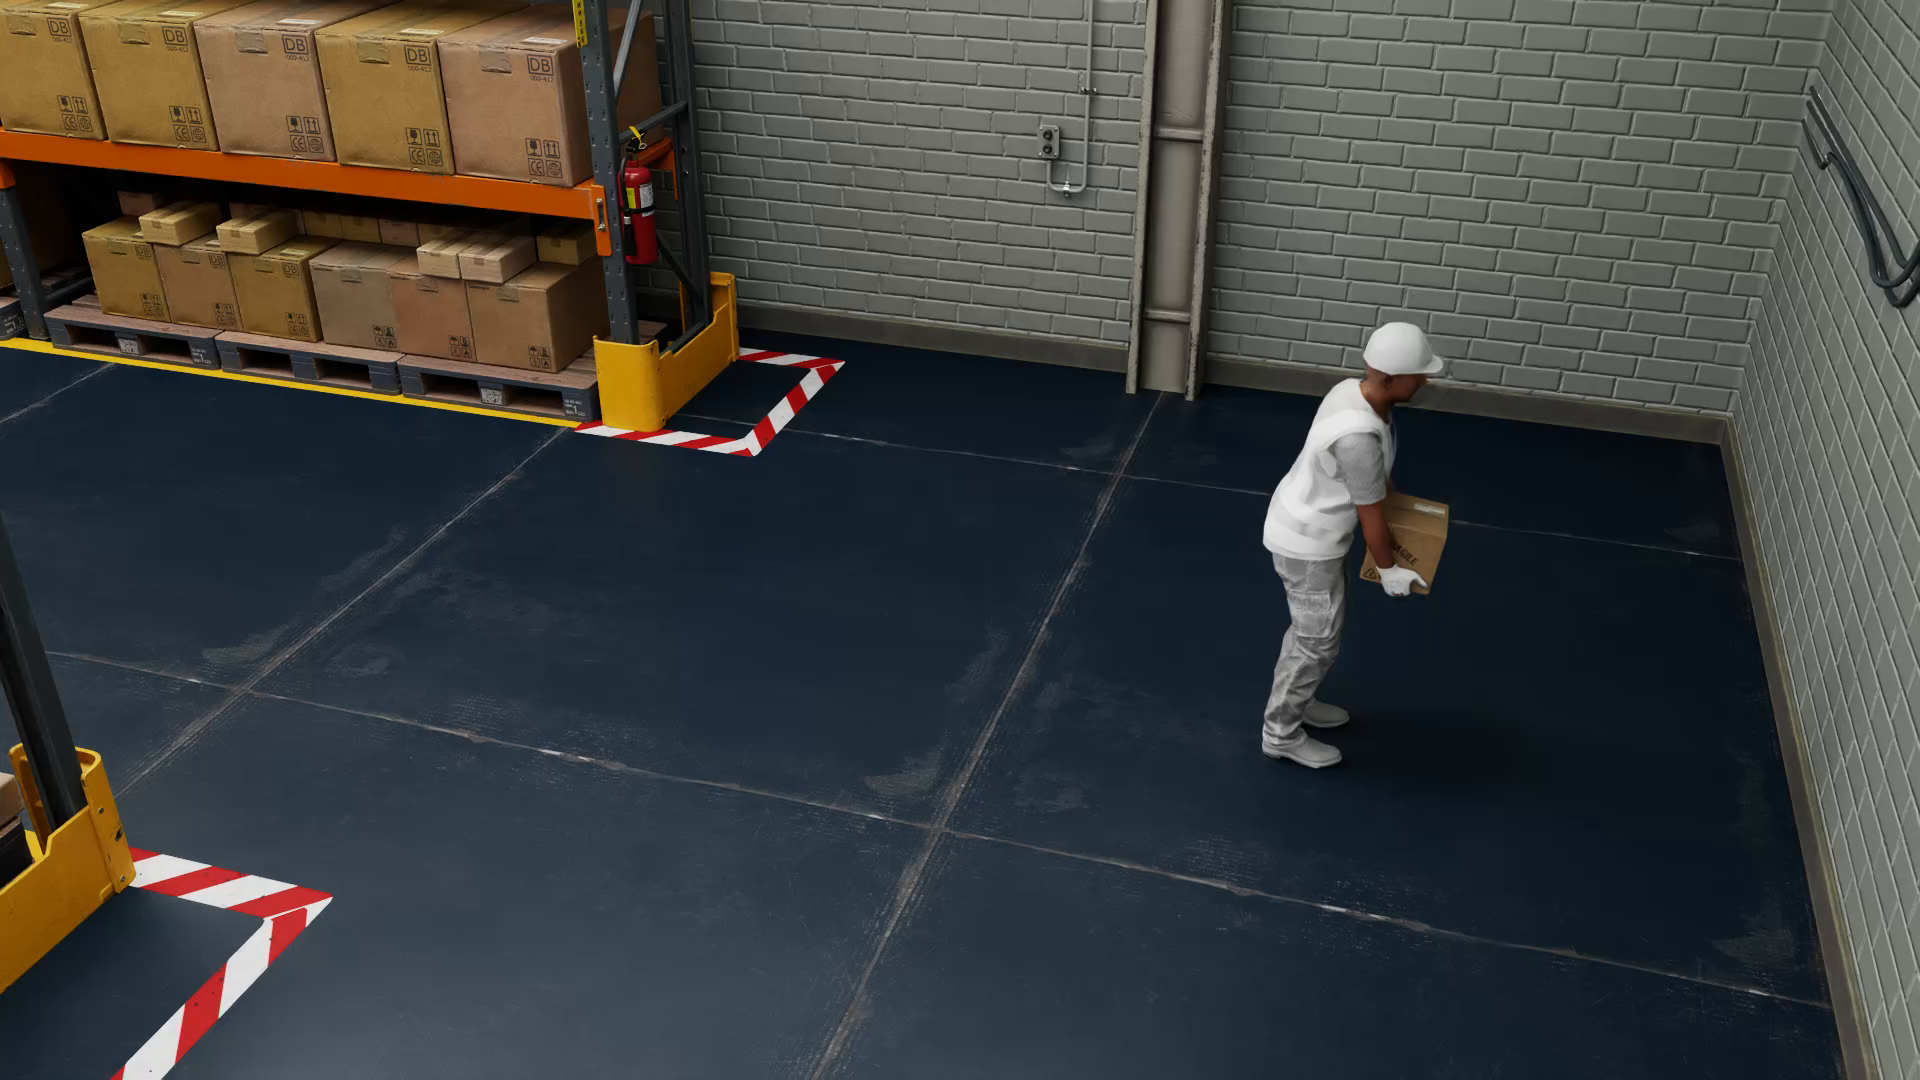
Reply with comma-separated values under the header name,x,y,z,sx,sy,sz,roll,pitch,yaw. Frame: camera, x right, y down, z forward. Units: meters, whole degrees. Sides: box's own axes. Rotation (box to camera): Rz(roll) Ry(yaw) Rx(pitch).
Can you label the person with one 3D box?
name,x,y,z,sx,sy,sz,roll,pitch,yaw
person,1.423,0.014,6.119,0.611,1.744,0.488,8,30,14
